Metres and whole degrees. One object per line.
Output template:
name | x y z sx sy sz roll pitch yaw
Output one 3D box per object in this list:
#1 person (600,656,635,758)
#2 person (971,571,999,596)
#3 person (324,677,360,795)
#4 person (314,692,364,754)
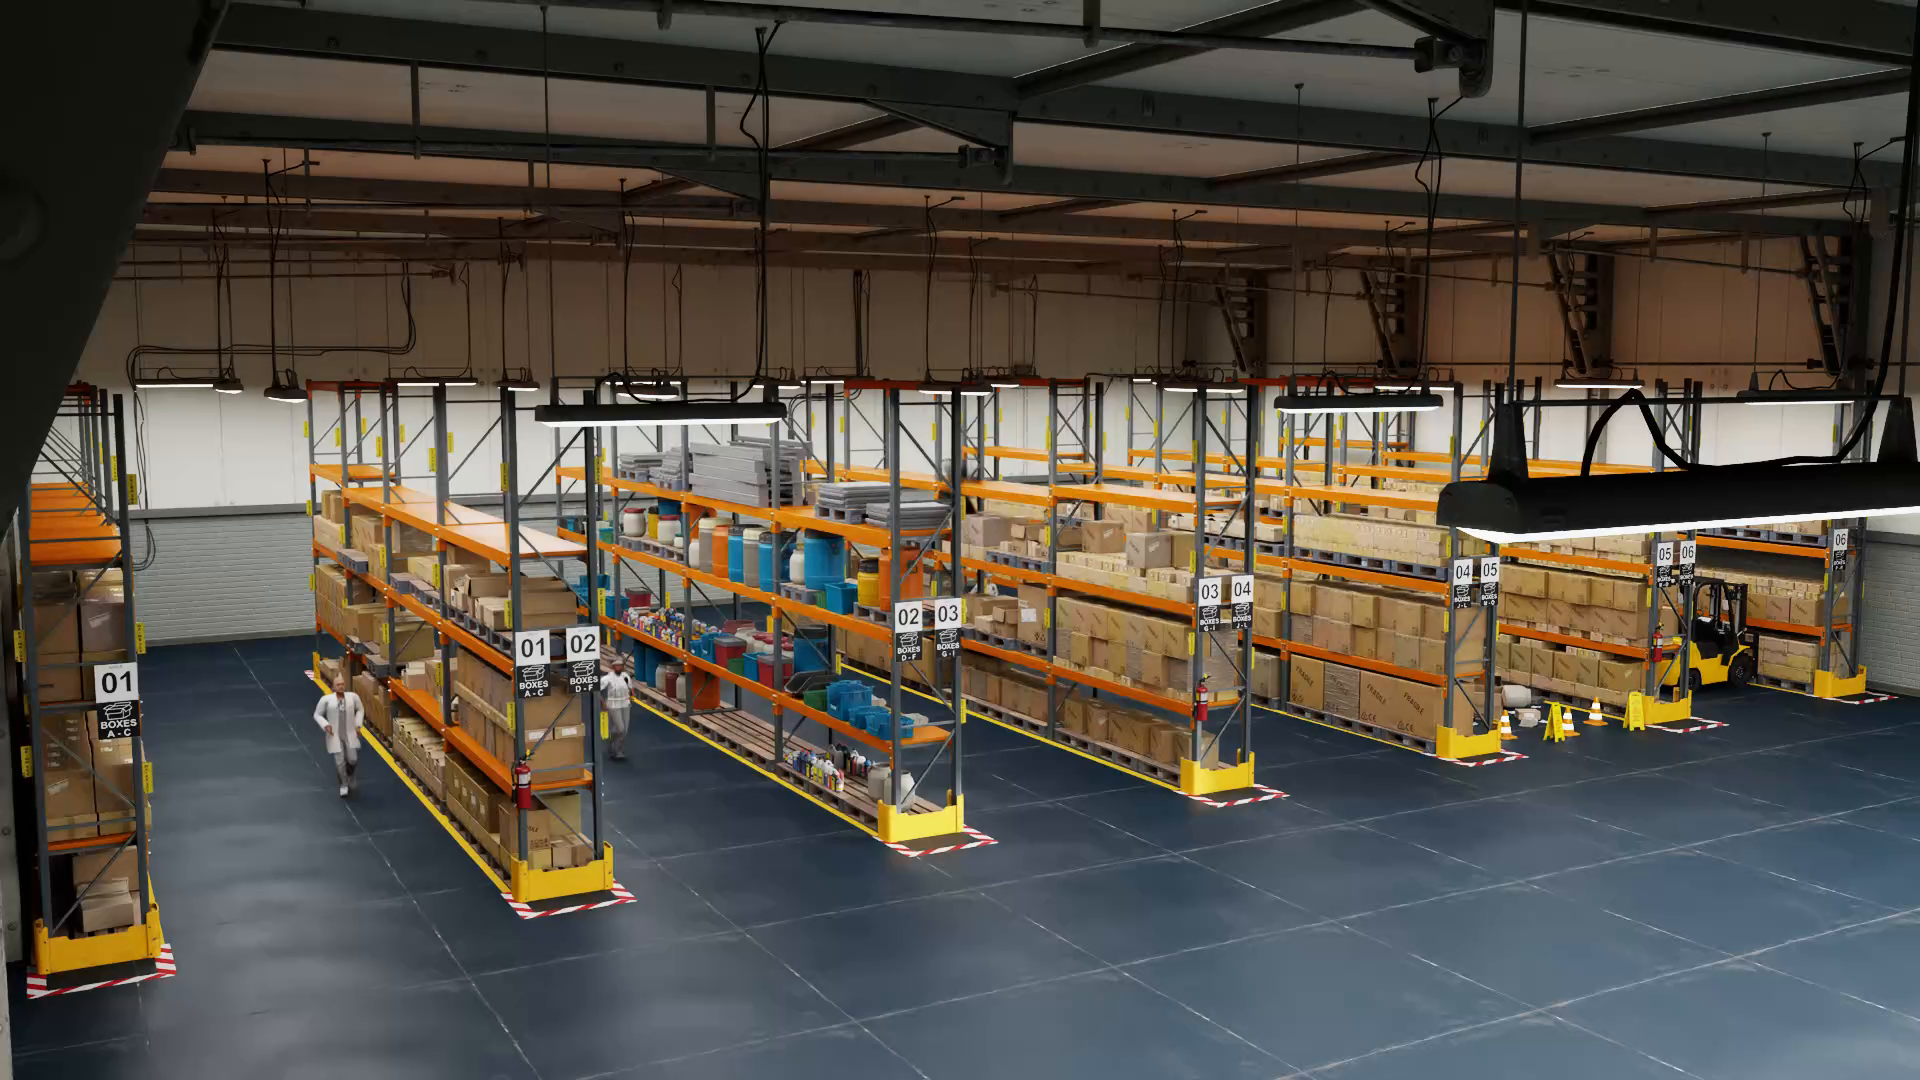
person | -5.447 2.684 26.589 0.559 1.645 0.555 -5 8 -38
person | 0.591 1.546 37.098 0.601 1.747 0.823 -3 7 -29
person | -9.083 2.915 24.401 0.674 1.657 0.630 -3 7 -27
person | -5.106 2.071 32.168 8.576 1.684 16.525 0 6 1
